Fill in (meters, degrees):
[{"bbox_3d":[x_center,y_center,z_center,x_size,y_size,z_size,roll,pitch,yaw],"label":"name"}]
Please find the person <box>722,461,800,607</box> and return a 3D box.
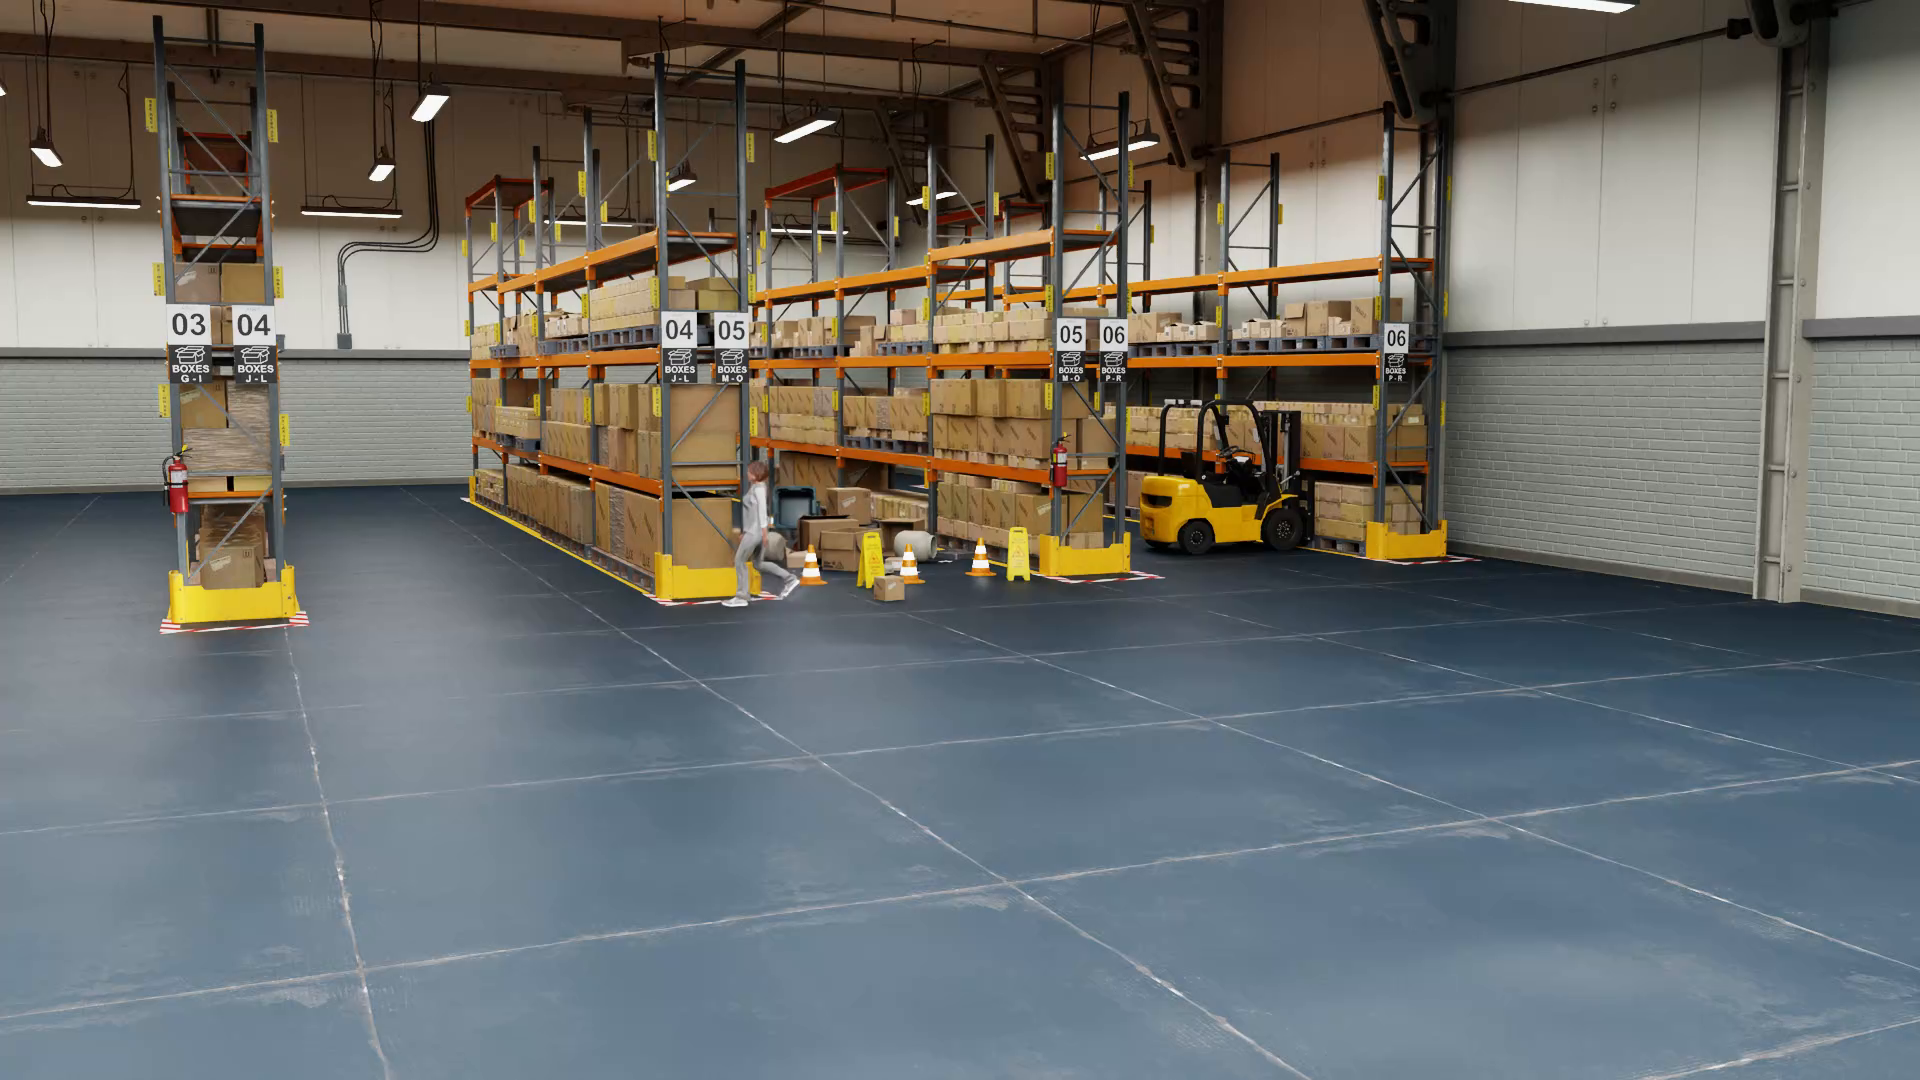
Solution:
[{"bbox_3d":[-2.143,-0.072,17.871,0.828,1.560,0.398,0,6,-4],"label":"person"}]
